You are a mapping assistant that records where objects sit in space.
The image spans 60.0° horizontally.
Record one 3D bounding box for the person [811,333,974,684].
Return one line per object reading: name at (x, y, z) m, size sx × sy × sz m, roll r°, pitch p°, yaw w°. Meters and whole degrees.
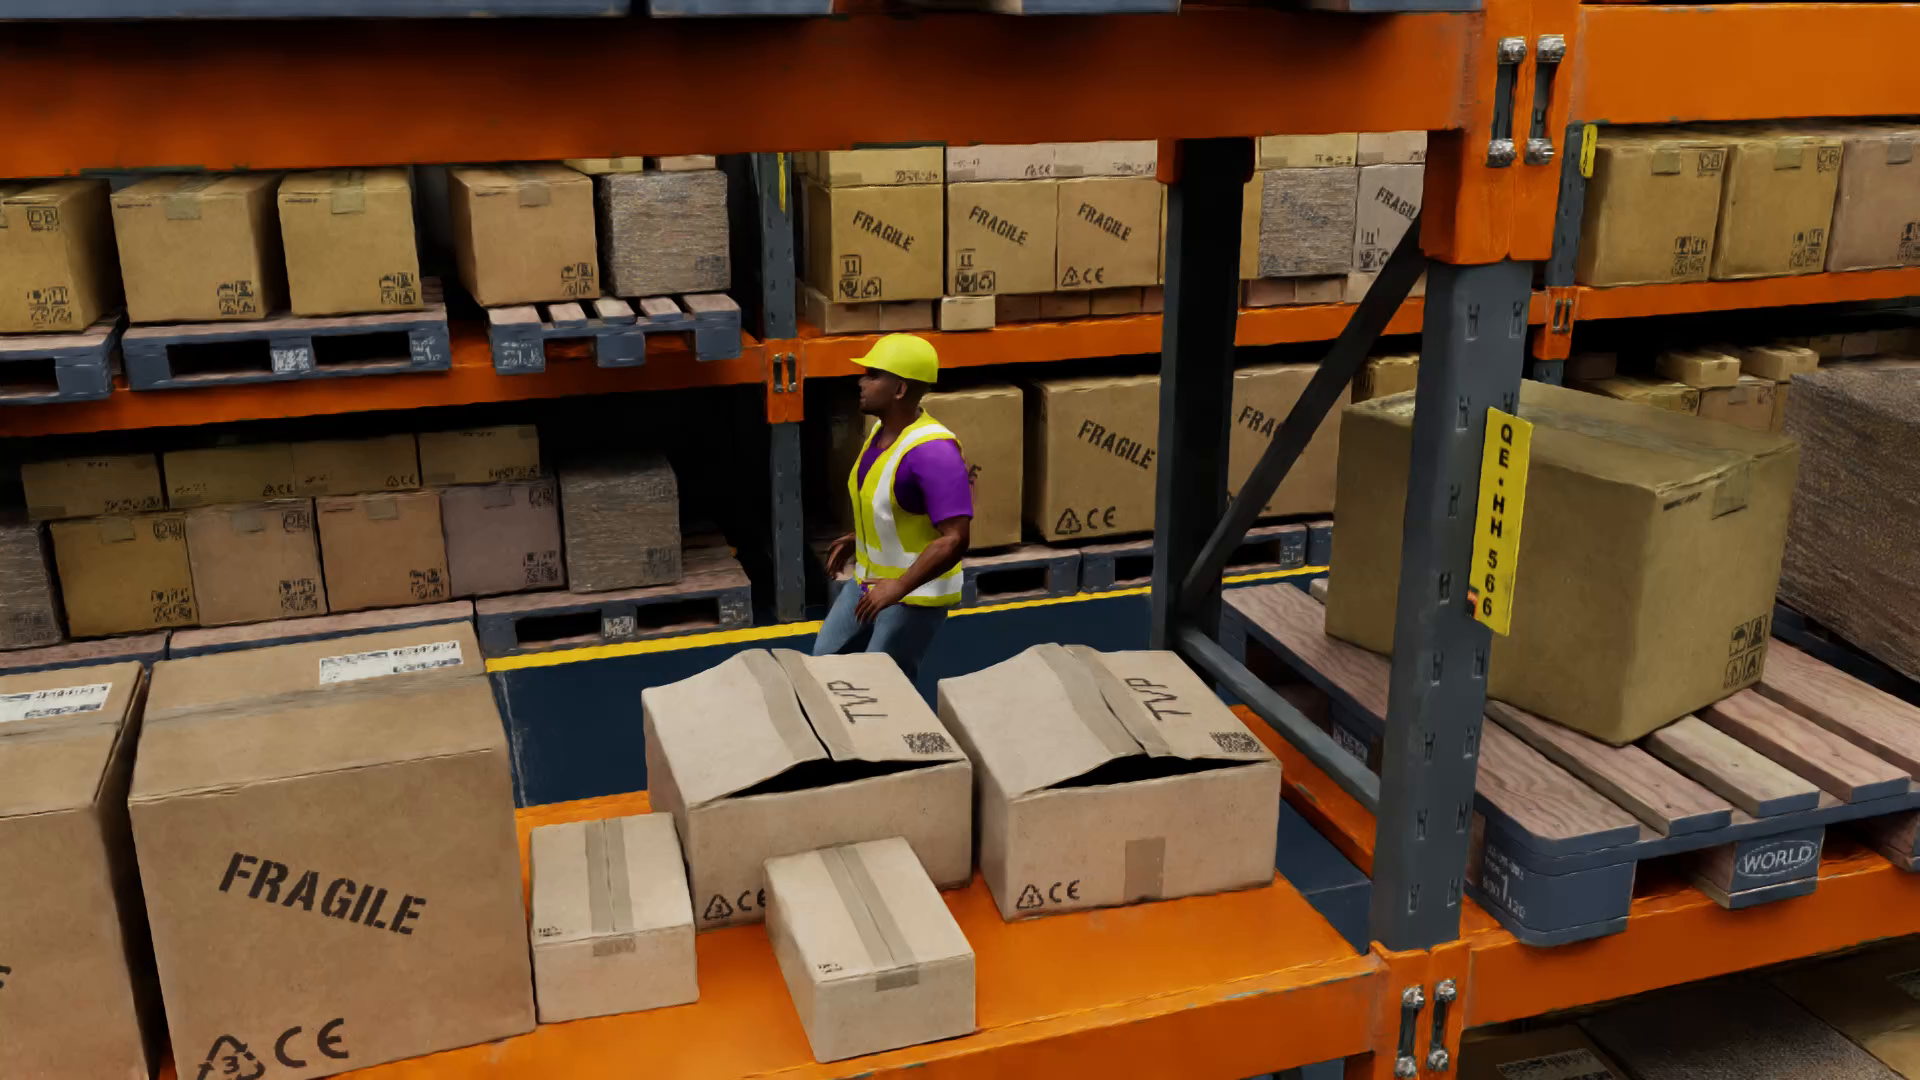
person at (-0.225, 0.173, 5.584) m, size 0.523 × 1.732 × 0.749 m, roll -11°, pitch 22°, yaw -28°
